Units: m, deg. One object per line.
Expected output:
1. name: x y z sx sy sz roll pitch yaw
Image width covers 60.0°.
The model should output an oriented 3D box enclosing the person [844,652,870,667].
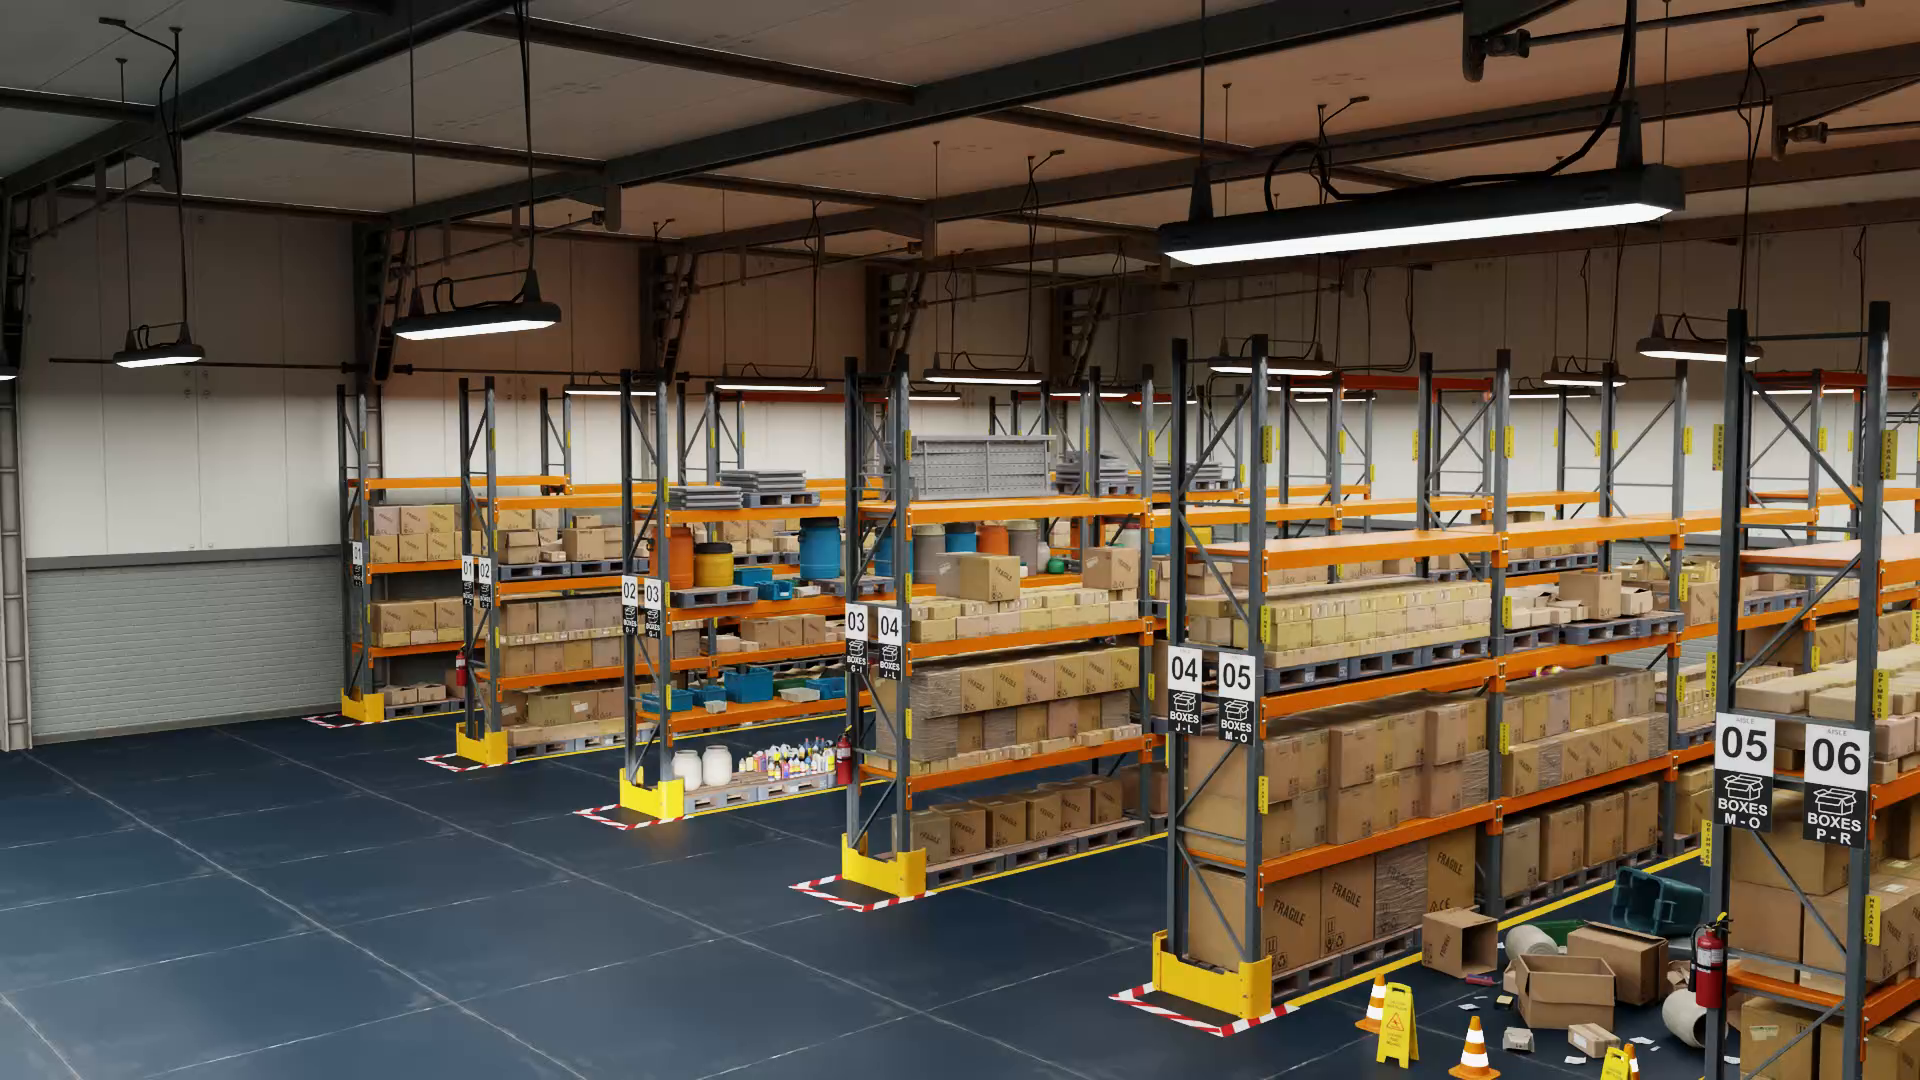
1. person: -2.137 2.027 34.814 0.648 1.748 0.723 3 5 38

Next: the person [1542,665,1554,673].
1. person: 9.138 2.618 25.822 0.823 1.761 0.684 -3 5 -39
